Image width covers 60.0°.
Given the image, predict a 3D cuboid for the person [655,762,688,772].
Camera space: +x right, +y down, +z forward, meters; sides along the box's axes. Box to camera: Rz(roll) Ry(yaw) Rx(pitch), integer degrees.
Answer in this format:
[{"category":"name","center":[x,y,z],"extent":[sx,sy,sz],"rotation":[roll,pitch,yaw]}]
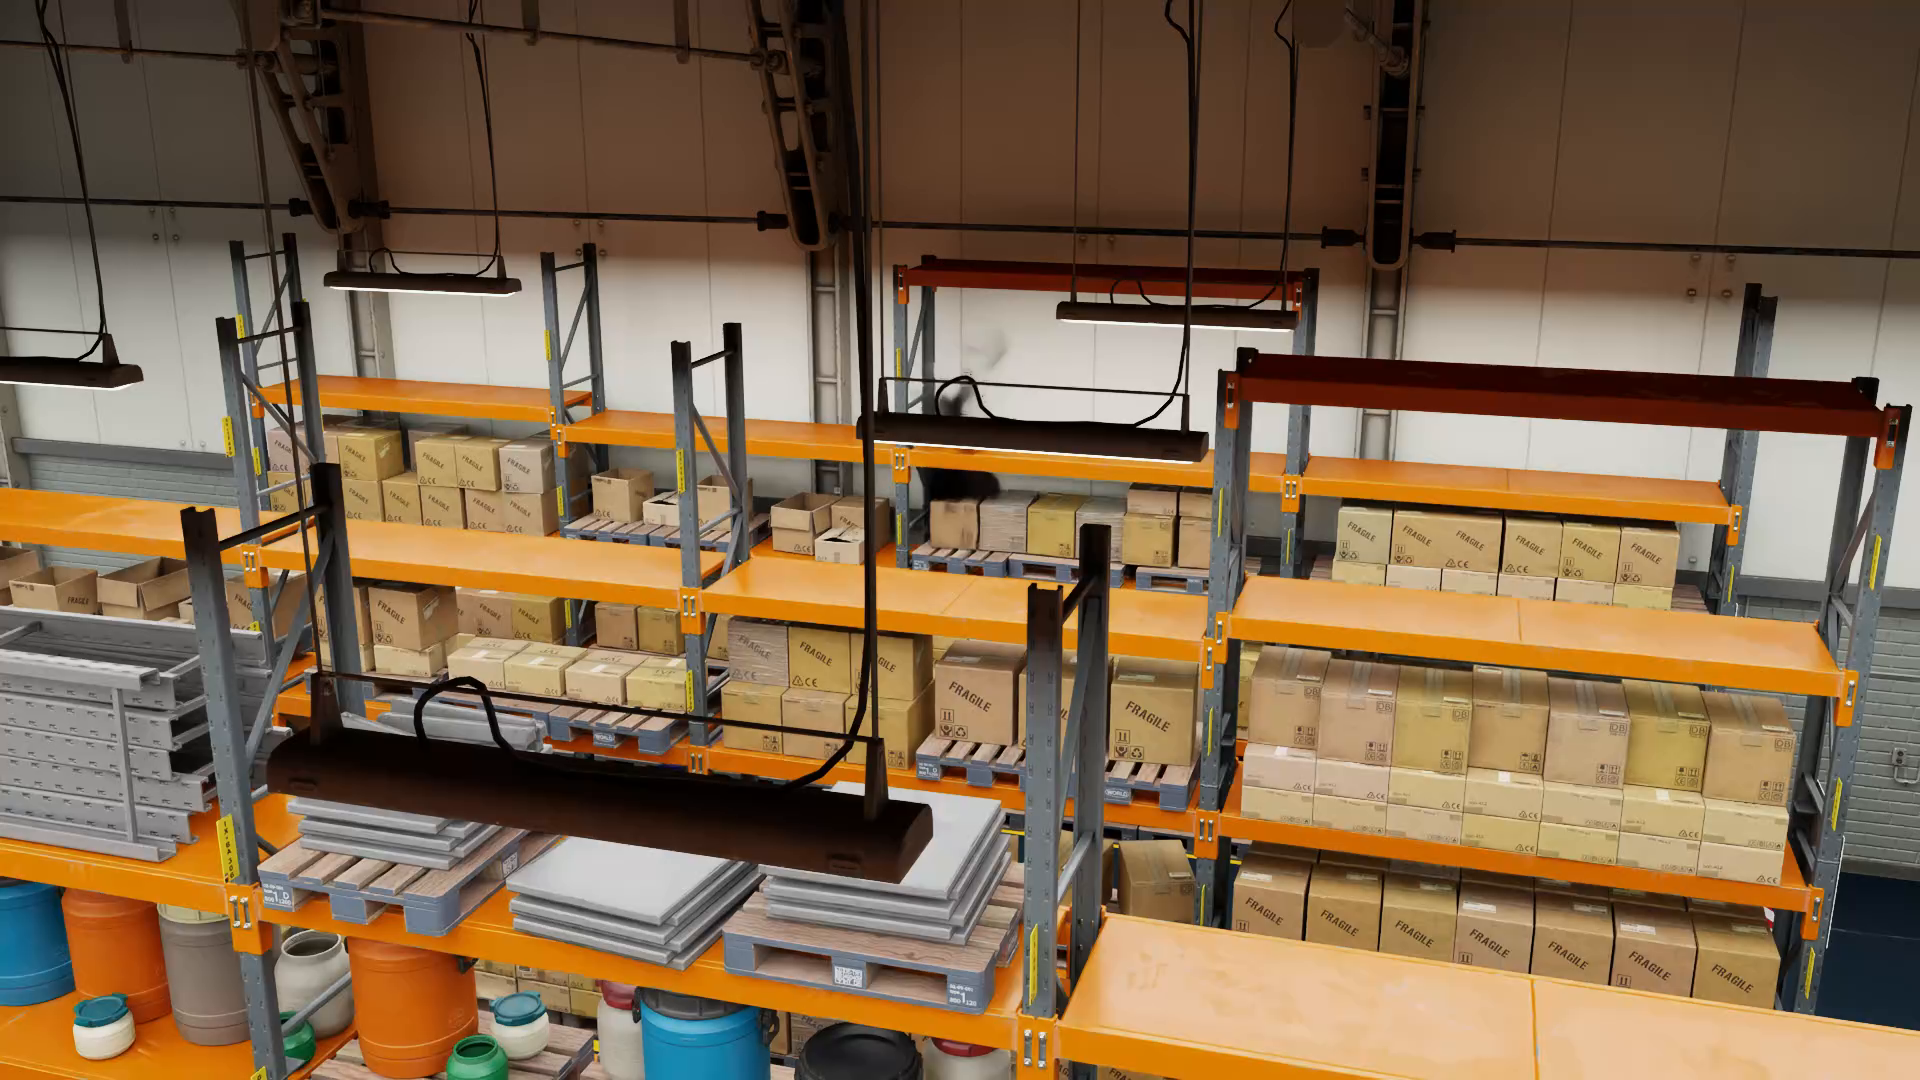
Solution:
[{"category":"person","center":[-2.801,2.464,16.266],"extent":[0.440,1.636,0.575],"rotation":[5,17,16]}]
